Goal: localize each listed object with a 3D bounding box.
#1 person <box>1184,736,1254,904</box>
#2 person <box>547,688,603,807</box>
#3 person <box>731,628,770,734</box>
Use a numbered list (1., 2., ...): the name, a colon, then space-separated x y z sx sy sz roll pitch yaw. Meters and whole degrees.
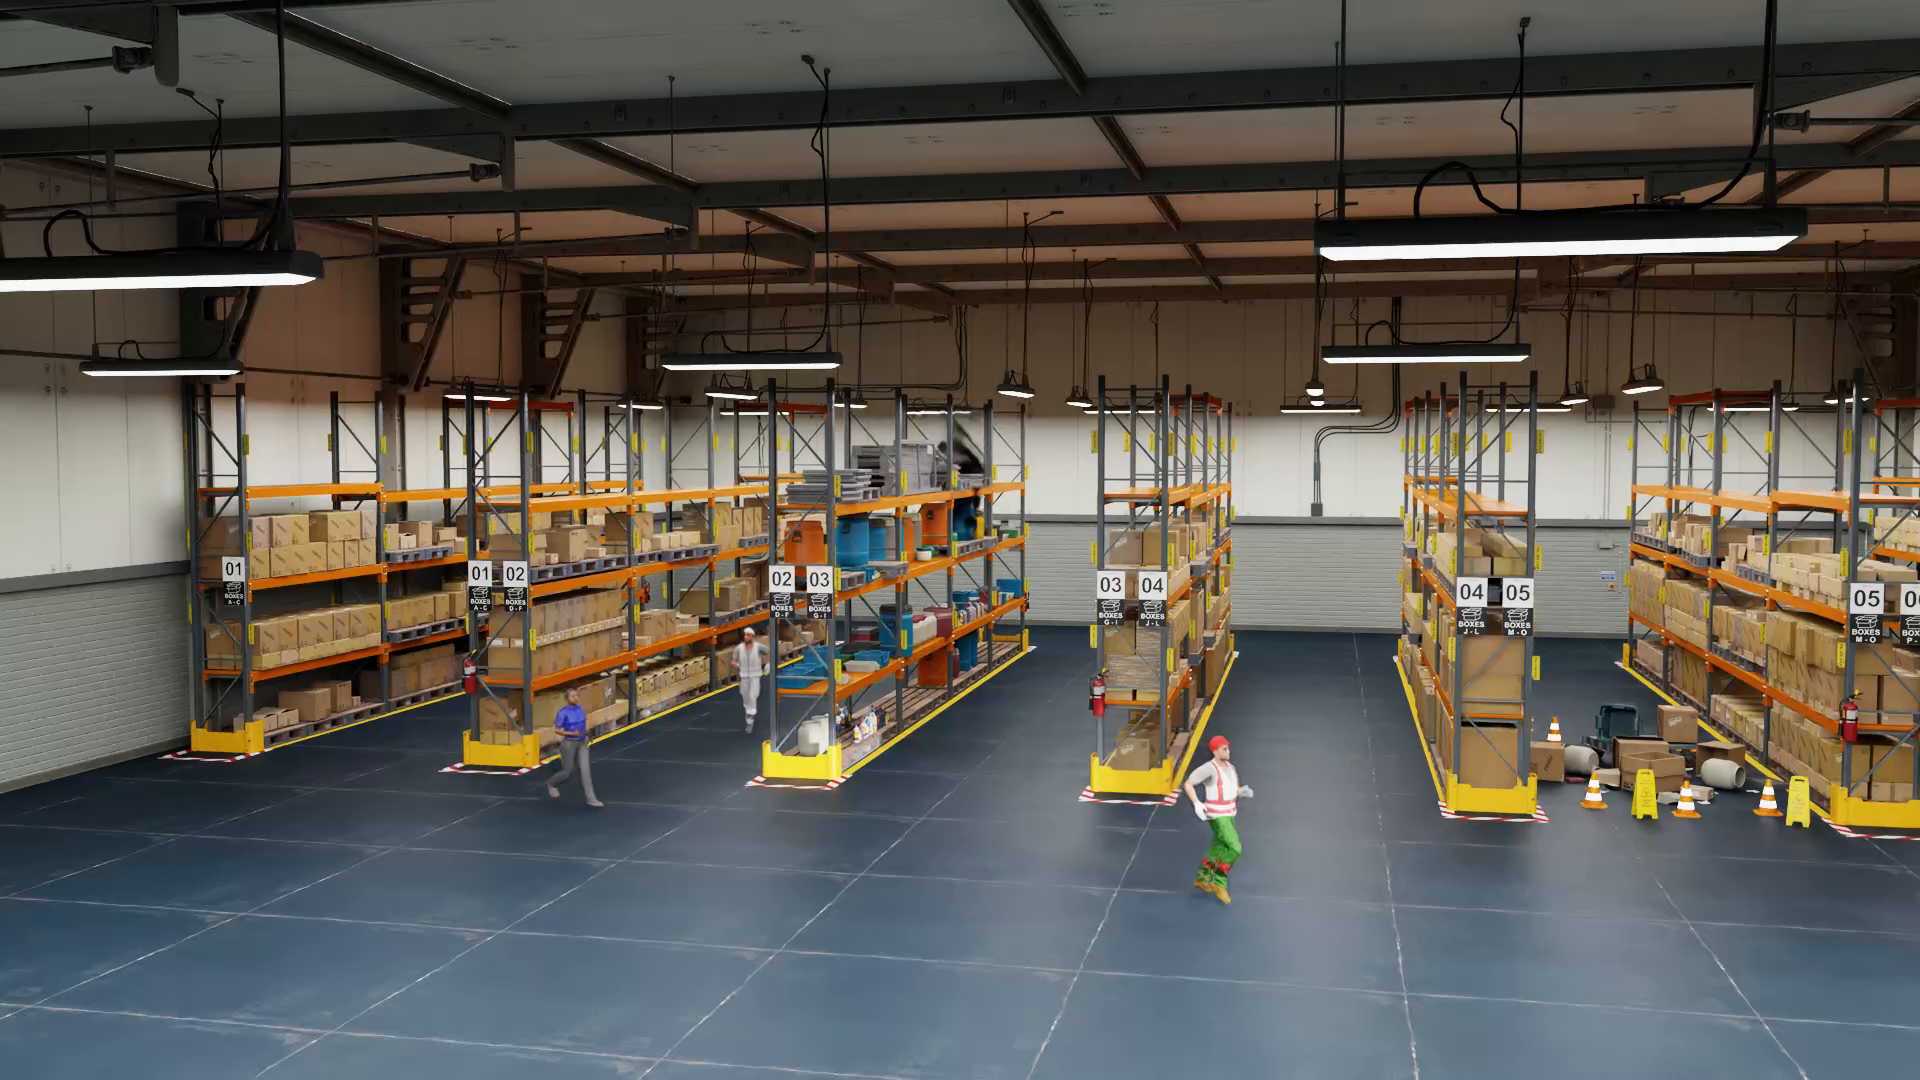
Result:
1. person: 2.876 3.062 18.280 0.735 1.817 0.641 3 4 38
2. person: -5.295 2.842 22.911 1.044 1.598 0.594 3 4 41
3. person: -3.672 2.430 29.233 0.672 1.799 1.003 0 3 7
